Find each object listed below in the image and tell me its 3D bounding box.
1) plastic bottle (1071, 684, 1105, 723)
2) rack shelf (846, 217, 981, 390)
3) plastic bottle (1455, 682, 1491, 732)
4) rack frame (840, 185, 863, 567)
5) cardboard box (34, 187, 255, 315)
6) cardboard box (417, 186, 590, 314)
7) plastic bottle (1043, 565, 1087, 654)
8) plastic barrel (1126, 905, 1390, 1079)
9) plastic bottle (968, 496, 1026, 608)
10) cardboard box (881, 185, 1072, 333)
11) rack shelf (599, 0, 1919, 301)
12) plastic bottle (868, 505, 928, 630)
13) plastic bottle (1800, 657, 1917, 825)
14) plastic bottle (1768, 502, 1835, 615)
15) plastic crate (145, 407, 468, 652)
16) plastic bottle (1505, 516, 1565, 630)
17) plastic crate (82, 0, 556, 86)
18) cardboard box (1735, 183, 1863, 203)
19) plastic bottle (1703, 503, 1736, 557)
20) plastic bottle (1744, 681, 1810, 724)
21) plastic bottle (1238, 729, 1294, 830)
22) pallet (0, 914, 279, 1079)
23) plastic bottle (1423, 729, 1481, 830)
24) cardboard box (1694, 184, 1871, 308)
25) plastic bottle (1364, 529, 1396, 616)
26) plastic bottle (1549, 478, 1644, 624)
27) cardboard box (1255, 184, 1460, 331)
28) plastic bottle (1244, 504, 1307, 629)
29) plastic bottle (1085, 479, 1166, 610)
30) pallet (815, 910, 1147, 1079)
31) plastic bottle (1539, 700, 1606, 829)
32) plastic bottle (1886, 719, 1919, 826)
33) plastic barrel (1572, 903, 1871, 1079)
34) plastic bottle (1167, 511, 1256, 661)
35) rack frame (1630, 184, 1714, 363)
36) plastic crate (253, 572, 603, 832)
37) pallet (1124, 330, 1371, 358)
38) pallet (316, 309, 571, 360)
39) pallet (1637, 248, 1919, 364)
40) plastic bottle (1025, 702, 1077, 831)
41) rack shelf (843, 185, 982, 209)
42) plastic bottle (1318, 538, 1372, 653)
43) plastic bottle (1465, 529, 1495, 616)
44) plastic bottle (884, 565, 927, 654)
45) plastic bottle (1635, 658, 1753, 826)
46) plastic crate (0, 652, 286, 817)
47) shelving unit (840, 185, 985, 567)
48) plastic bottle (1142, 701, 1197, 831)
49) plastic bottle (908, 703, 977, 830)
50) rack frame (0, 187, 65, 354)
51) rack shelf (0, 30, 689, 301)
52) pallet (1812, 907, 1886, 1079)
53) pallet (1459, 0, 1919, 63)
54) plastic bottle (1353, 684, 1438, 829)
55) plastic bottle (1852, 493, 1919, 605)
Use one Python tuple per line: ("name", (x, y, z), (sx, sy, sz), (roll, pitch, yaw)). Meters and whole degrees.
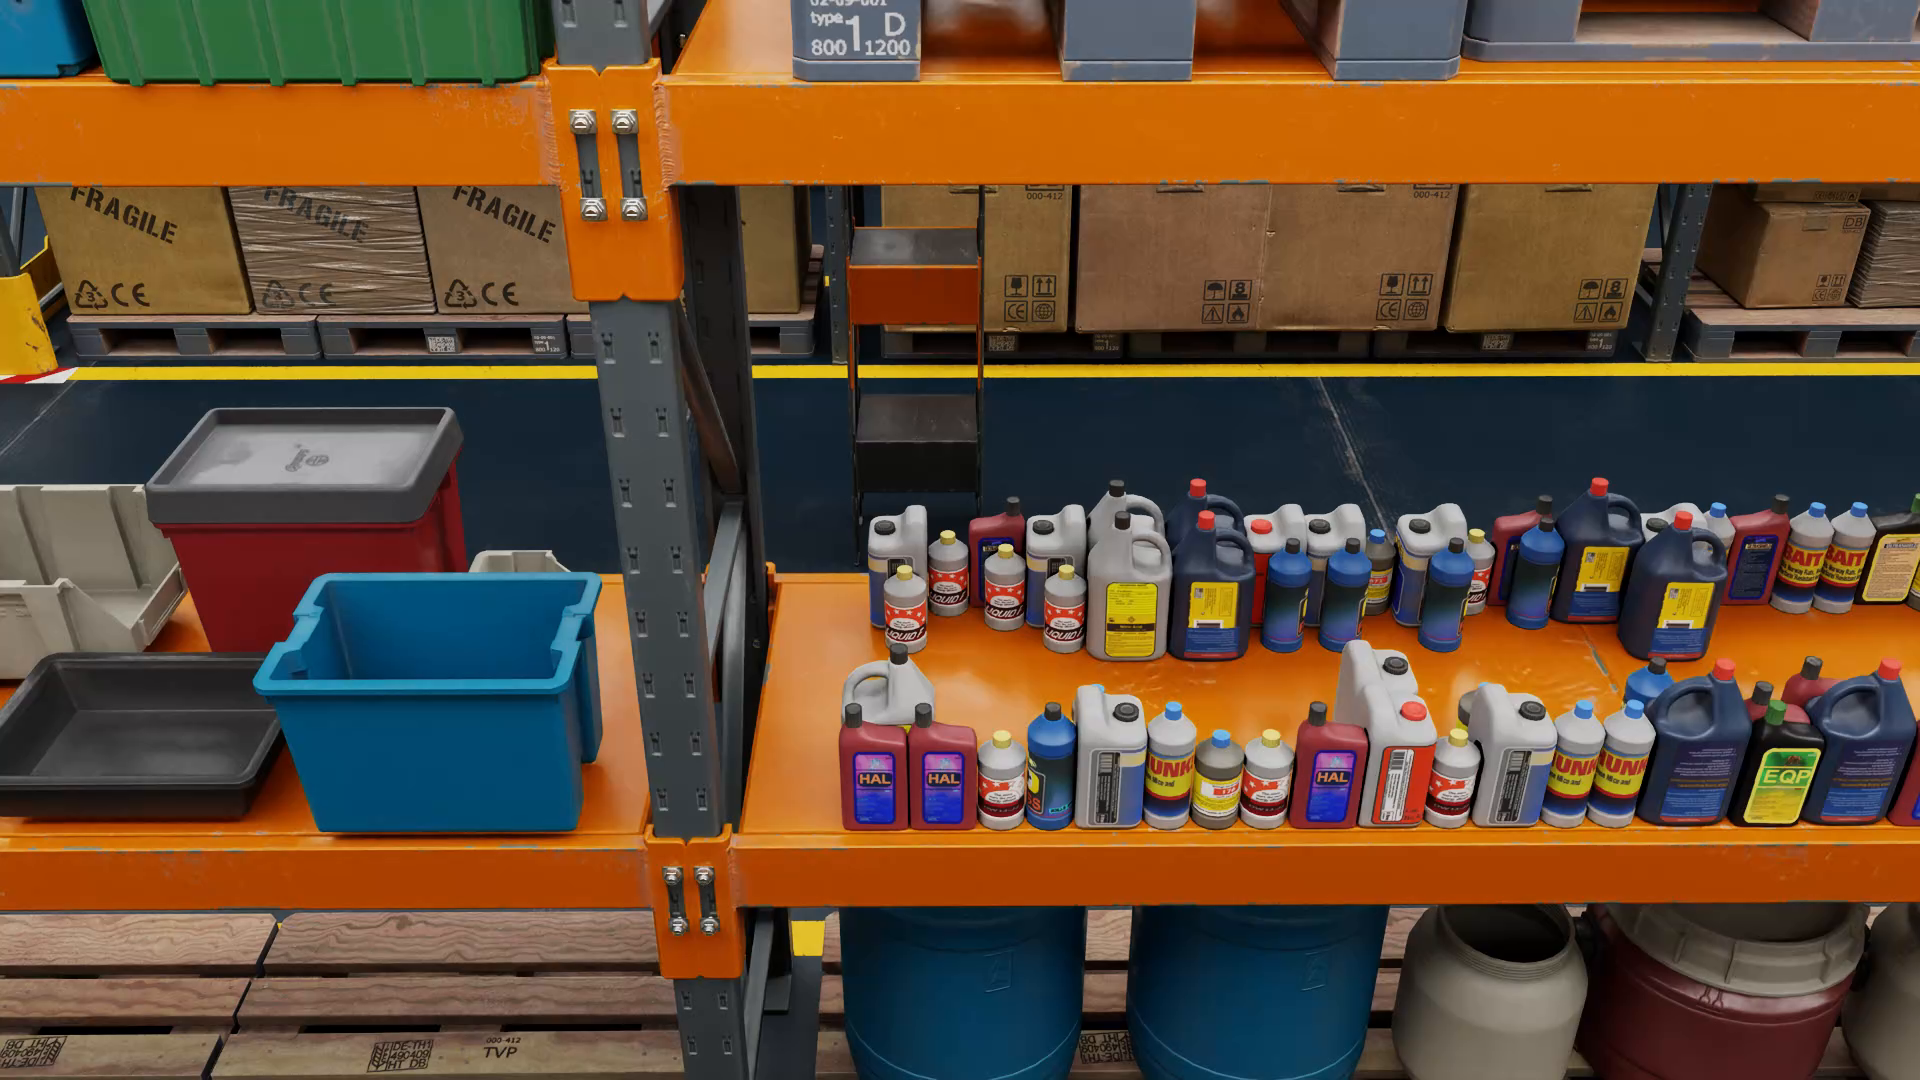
("plastic bottle", (0.275, 0.386, 3.413), (0.097, 0.201, 0.097), (0, 31, 0))
("rack shelf", (-0.166, -0.886, 6.212), (0.480, 0.518, 0.431), (0, 31, 0))
("plastic bottle", (1.067, 0.384, 3.417), (0.097, 0.201, 0.097), (0, 31, 0))
("rack frame", (-0.410, -0.896, 6.203), (0.015, 2.100, 0.400), (0, 31, 0))
("cardboard box", (-3.927, -1.700, 8.304), (0.875, 0.875, 0.875), (0, 31, 0))
("cardboard box", (-2.127, -1.706, 8.313), (0.875, 0.875, 0.875), (0, 31, 0))
("plastic bottle", (0.241, 0.151, 3.802), (0.097, 0.201, 0.097), (0, 31, 0))
("plastic barrel", (0.716, 0.894, 4.004), (0.708, 0.901, 0.600), (0, 31, 0))
("plastic bottle", (0.087, 0.028, 3.925), (0.133, 0.283, 0.061), (0, 31, 0))
("cardboard box", (0.074, -1.682, 8.273), (0.875, 0.875, 1.225), (0, 31, 0))
("rack shelf", (1.464, -0.810, 2.995), (4.000, 0.370, 1.077), (0, 31, 0))
("plastic bottle", (-0.144, 0.055, 3.887), (0.135, 0.276, 0.152), (0, 31, 0))
("plastic bottle", (1.759, 0.385, 3.272), (0.185, 0.351, 0.144), (0, 31, 0))
("plastic bottle", (1.989, 0.036, 3.922), (0.097, 0.271, 0.097), (0, 31, 0))
("plastic crate", (-1.431, -0.009, 3.754), (0.583, 0.464, 0.402), (0, 31, 0))
("plastic bottle", (1.342, 0.070, 3.867), (0.097, 0.271, 0.097), (0, 31, 0))
("plastic crate", (-0.958, -0.863, 2.593), (0.662, 0.188, 0.450), (0, 31, 0))
("cardboard box", (4.104, -1.868, 8.200), (0.500, 0.250, 0.500), (1, 31, 2))
("plastic bottle", (1.758, 0.037, 3.921), (0.097, 0.271, 0.097), (0, 31, 0))
("plastic bottle", (1.600, 0.404, 3.305), (0.133, 0.283, 0.061), (0, 31, 0))
("plastic bottle", (0.606, 0.464, 3.285), (0.097, 0.201, 0.097), (0, 31, 0))
("pallet", (-2.494, 1.391, 4.254), (1.213, 0.211, 1.003), (0, 31, 0))
("plastic bottle", (0.971, 0.463, 3.286), (0.097, 0.201, 0.097), (0, 31, 0))
("cardboard box", (4.104, -1.542, 8.386), (0.500, 0.500, 0.700), (-2, 31, -3))
("plastic bottle", (0.976, 0.069, 3.935), (0.097, 0.201, 0.097), (0, 31, 0))
("plastic bottle", (1.482, 0.016, 3.879), (0.185, 0.351, 0.144), (0, 31, 0))
("cardboard box", (1.852, -1.692, 8.290), (0.875, 0.875, 1.225), (0, 31, 0))
("plastic bottle", (0.726, 0.053, 3.891), (0.135, 0.276, 0.152), (0, 31, 0))
("plastic bottle", (0.381, 0.020, 3.874), (0.185, 0.351, 0.144), (0, 31, 0))
("pallet", (0.236, 1.382, 4.268), (1.213, 0.211, 1.003), (0, 31, 0))
("plastic bottle", (1.203, 0.433, 3.269), (0.097, 0.271, 0.097), (0, 31, 0))
("plastic bottle", (1.919, 0.435, 3.254), (0.133, 0.283, 0.061), (0, 31, 0))
("plastic barrel", (1.845, 1.024, 4.091), (0.708, 0.588, 0.600), (0, 31, 0))
("plastic bottle", (0.567, 0.094, 3.751), (0.185, 0.351, 0.144), (0, 31, 0))
("rack frame", (3.434, -2.411, 7.831), (0.127, 3.000, 1.000), (0, 31, 0))
("plastic crate", (-1.001, 0.331, 3.271), (0.575, 0.384, 0.392), (0, 31, 0))
("pallet", (1.428, -1.253, 8.611), (1.213, 0.211, 1.003), (0, 31, 0))
("pallet", (-2.550, -1.239, 8.588), (1.213, 0.211, 1.003), (0, 31, 0))
("pallet", (4.215, -1.220, 8.557), (1.213, 0.211, 1.003), (0, 31, 0))
("plastic bottle", (0.179, 0.436, 3.264), (0.097, 0.271, 0.097), (0, 31, 0))
("rack shelf", (-0.166, -1.484, 5.848), (0.480, 0.518, 0.431), (0, 31, 0))
("plastic bottle", (0.879, 0.119, 3.787), (0.097, 0.271, 0.097), (0, 31, 0))
("plastic bottle", (1.208, 0.069, 3.937), (0.097, 0.201, 0.097), (0, 31, 0))
("plastic bottle", (-0.125, 0.152, 3.800), (0.097, 0.201, 0.097), (0, 31, 0))
("plastic bottle", (1.441, 0.386, 3.270), (0.185, 0.351, 0.144), (0, 31, 0))
("plastic crate", (-1.654, 0.406, 3.397), (0.590, 0.125, 0.437), (0, 31, 0))
("shelving unit", (-0.166, -0.897, 6.205), (0.503, 2.100, 0.431), (0, 31, 0))
("plastic bottle", (0.411, 0.435, 3.265), (0.097, 0.271, 0.097), (0, 31, 0))
("plastic bottle", (-0.034, 0.441, 3.244), (0.133, 0.283, 0.061), (0, 31, 0))
("rack frame", (-4.566, -2.386, 7.790), (0.127, 3.000, 1.000), (0, 31, 0))
("rack shelf", (-2.536, -0.798, 2.974), (4.000, 0.370, 1.077), (0, 31, 0))
("pallet", (2.676, 1.375, 4.281), (1.213, 0.211, 1.003), (0, 31, 0))
("pallet", (1.381, -1.089, 2.943), (1.213, 0.211, 1.003), (0, 31, 0))
("plastic bottle", (0.855, 0.417, 3.290), (0.135, 0.276, 0.152), (0, 31, 0))
("plastic bottle", (2.201, 0.021, 3.936), (0.133, 0.283, 0.061), (0, 31, 0))
